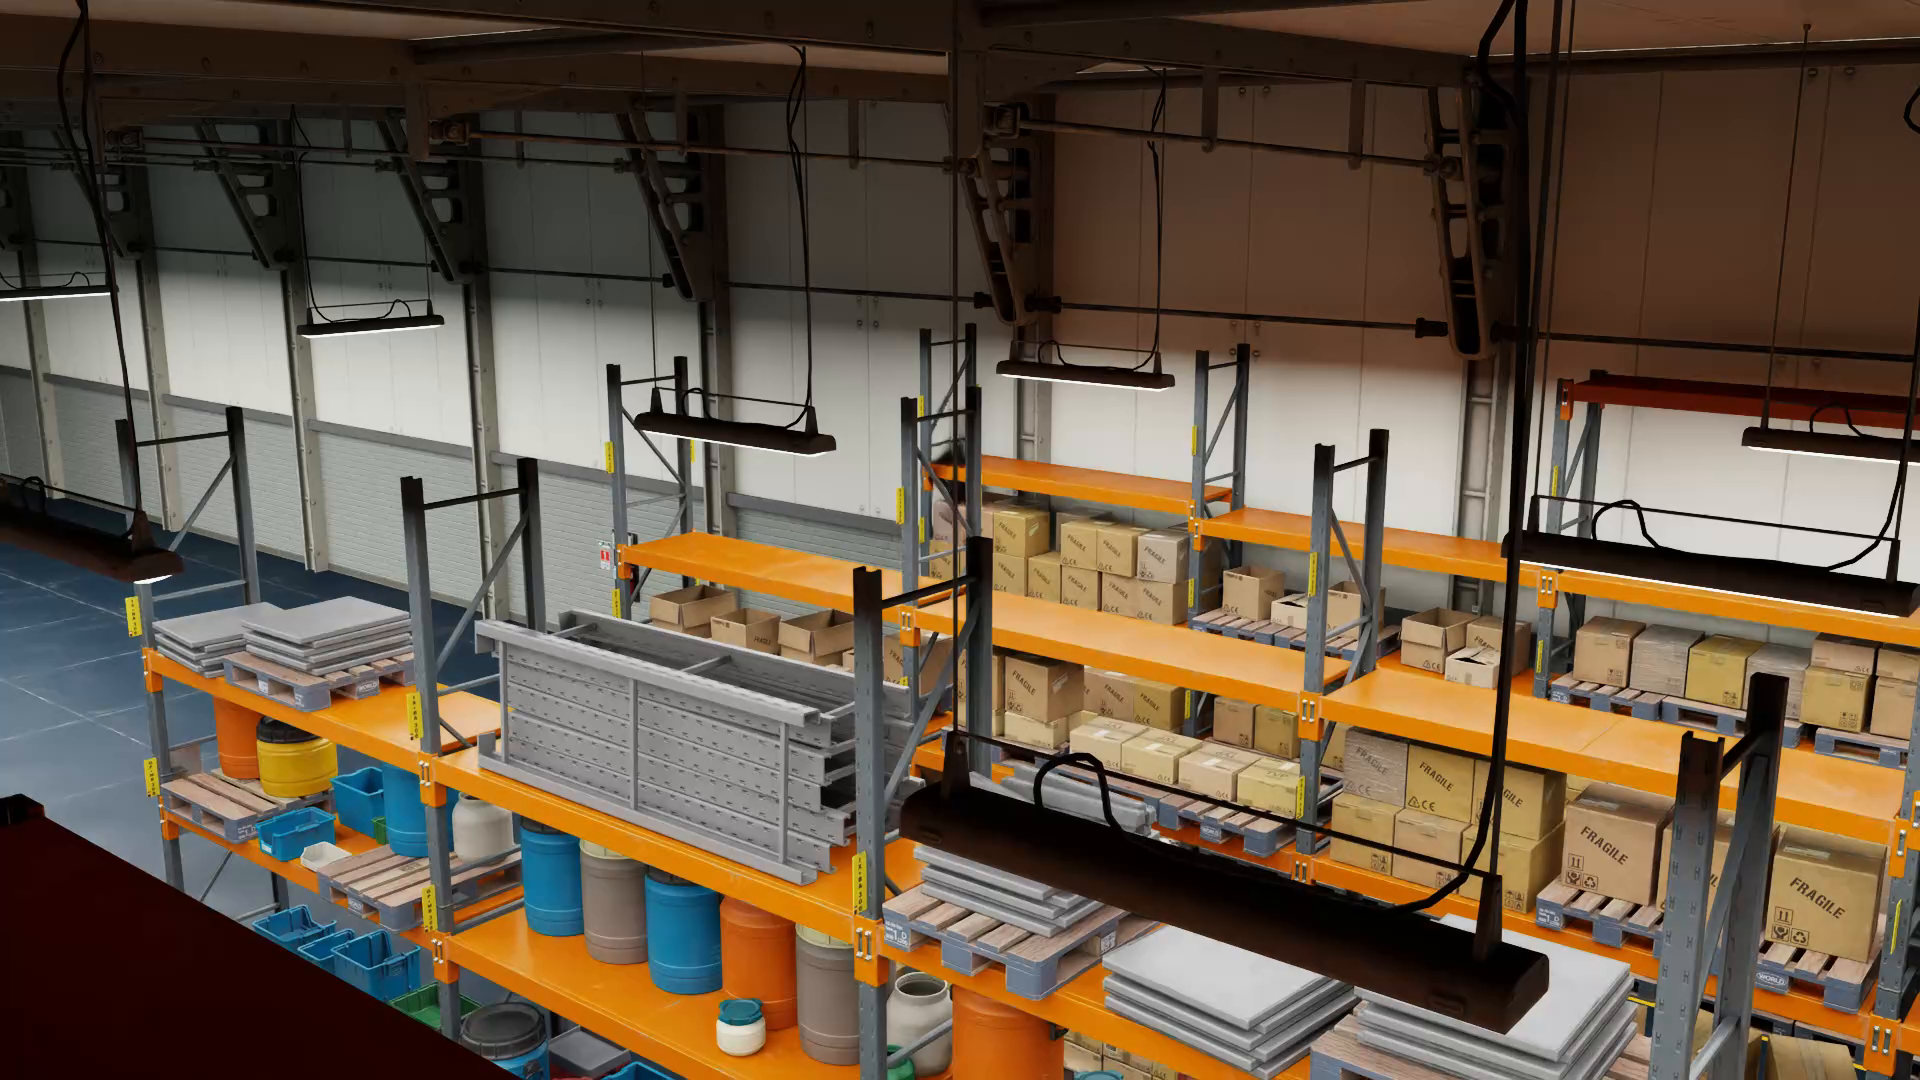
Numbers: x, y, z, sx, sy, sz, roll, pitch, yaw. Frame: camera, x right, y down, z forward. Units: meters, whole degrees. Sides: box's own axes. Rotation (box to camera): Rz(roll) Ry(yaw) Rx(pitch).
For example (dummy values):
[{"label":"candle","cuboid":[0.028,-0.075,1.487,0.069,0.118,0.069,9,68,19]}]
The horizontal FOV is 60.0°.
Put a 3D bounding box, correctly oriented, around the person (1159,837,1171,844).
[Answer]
[{"label":"person","cuboid":[1.841,3.550,16.530,0.666,1.725,0.819,-12,17,-43]}]
